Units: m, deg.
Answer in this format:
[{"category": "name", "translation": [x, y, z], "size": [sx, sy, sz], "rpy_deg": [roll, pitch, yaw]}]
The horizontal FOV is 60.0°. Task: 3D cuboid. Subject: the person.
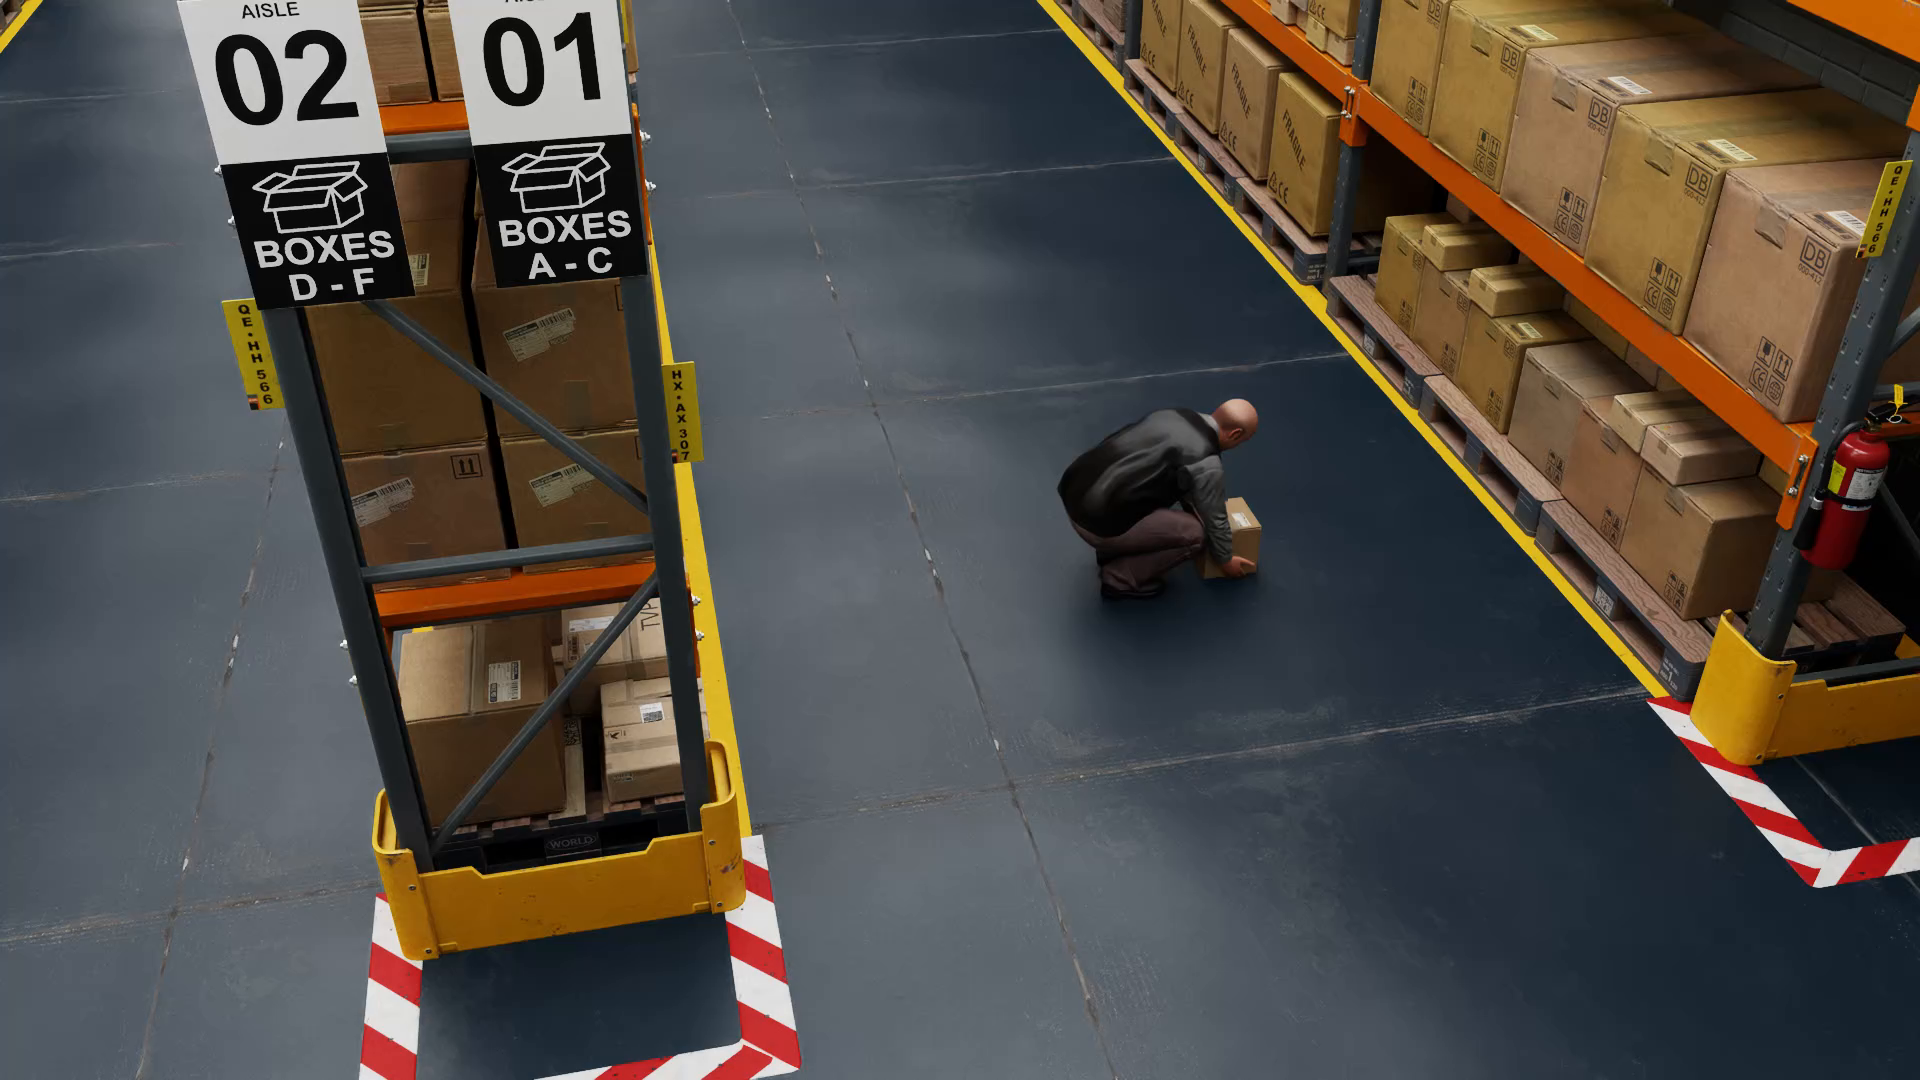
[{"category": "person", "translation": [0.874, -0.178, 7.290], "size": [0.886, 0.834, 0.526], "rpy_deg": [-7, 35, -11]}]
